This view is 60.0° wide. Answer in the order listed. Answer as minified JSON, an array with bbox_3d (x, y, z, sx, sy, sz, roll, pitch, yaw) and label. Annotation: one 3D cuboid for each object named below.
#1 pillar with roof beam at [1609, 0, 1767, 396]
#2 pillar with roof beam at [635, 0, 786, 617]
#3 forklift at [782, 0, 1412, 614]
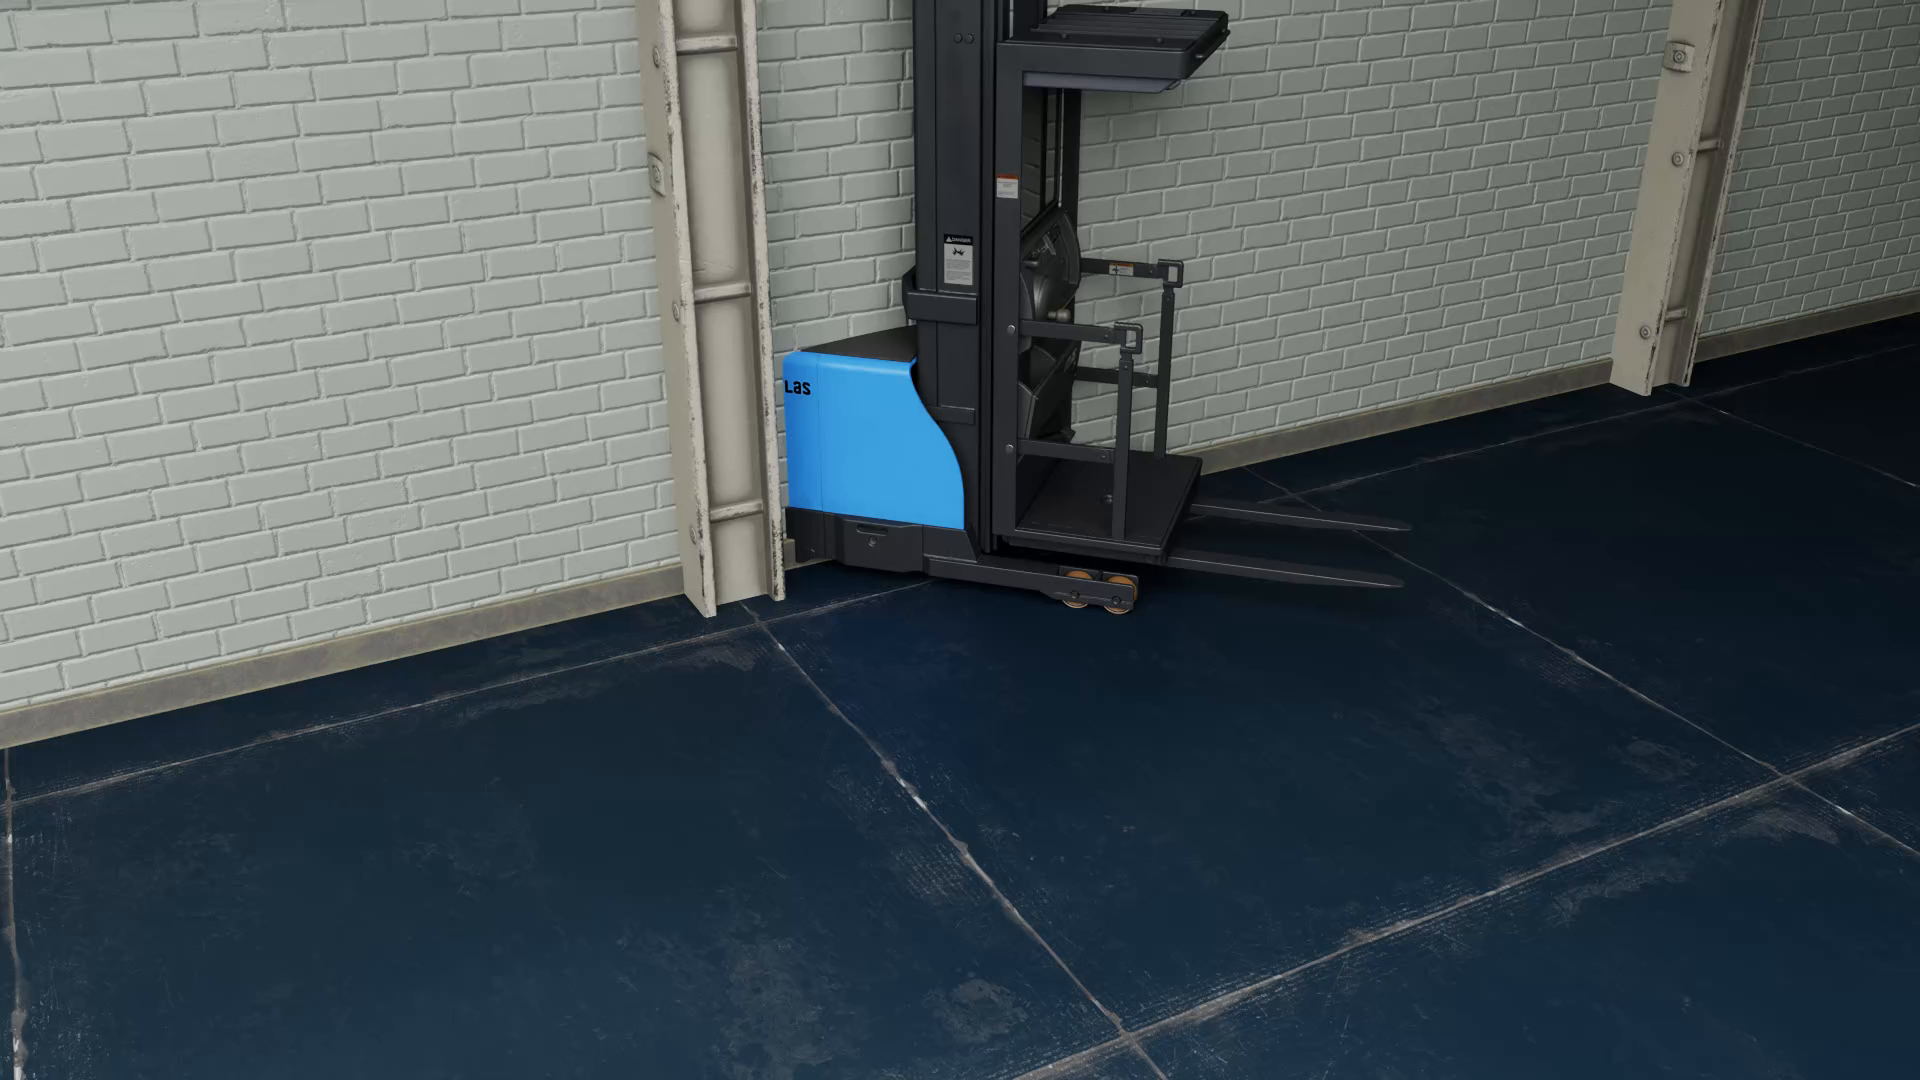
[{"bbox_3d":[6.271,-3.382,4.897,0.400,9.000,9.100,-13,29,-25],"label":"pillar with roof beam"},{"bbox_3d":[0.977,-2.160,2.352,0.400,9.000,9.100,-13,29,-25],"label":"pillar with roof beam"},{"bbox_3d":[0.598,-1.243,7.453,3.031,2.935,1.130,7,27,15],"label":"forklift"}]
